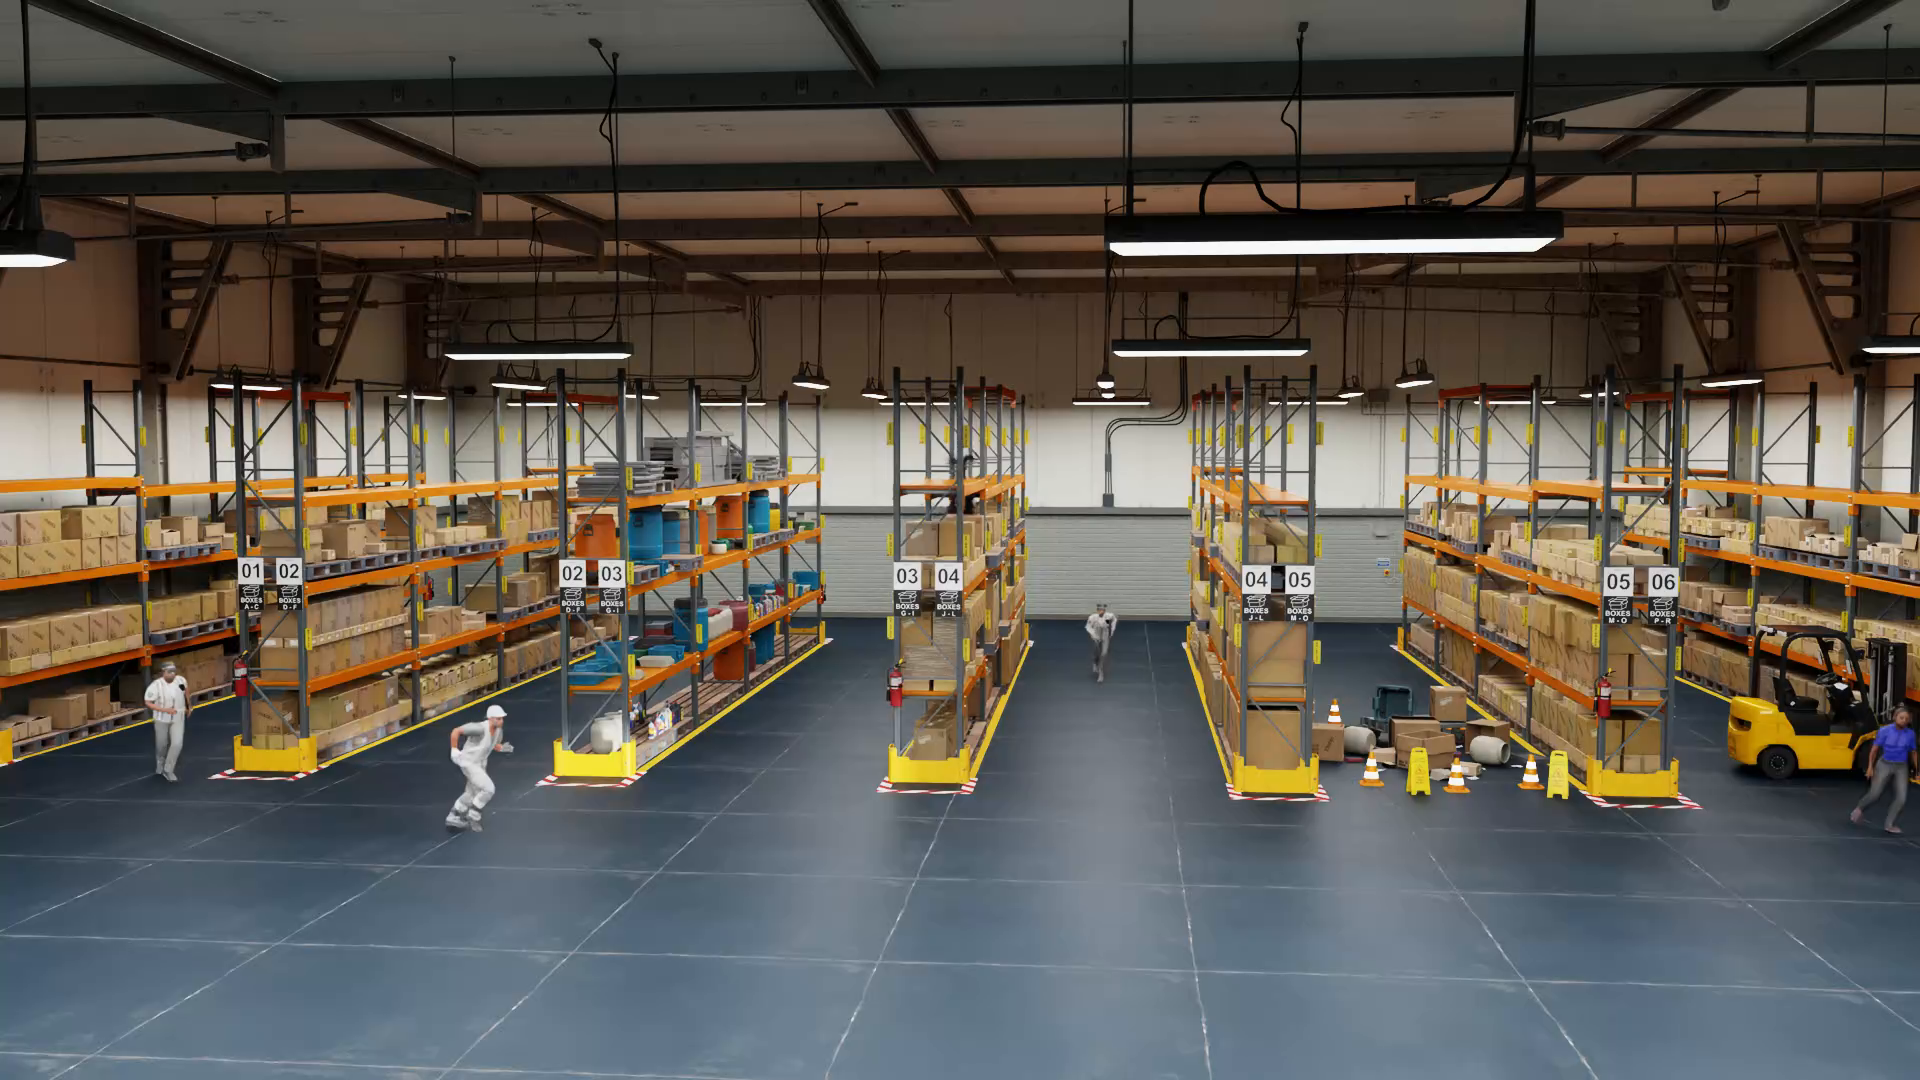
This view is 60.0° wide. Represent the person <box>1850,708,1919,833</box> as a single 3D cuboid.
[{"bbox_3d":[11.758,2.897,21.117,0.671,1.581,0.613,1,4,9],"label":"person"}]

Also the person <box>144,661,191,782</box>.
[{"bbox_3d":[-11.628,2.630,24.397,0.647,1.780,0.813,-2,4,-34],"label":"person"}]

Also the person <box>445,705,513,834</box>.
[{"bbox_3d":[-6.104,2.886,20.930,0.966,1.646,0.710,1,4,20],"label":"person"}]

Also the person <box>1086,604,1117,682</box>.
[{"bbox_3d":[2.903,2.085,34.431,0.655,1.630,0.982,0,4,-6],"label":"person"}]
